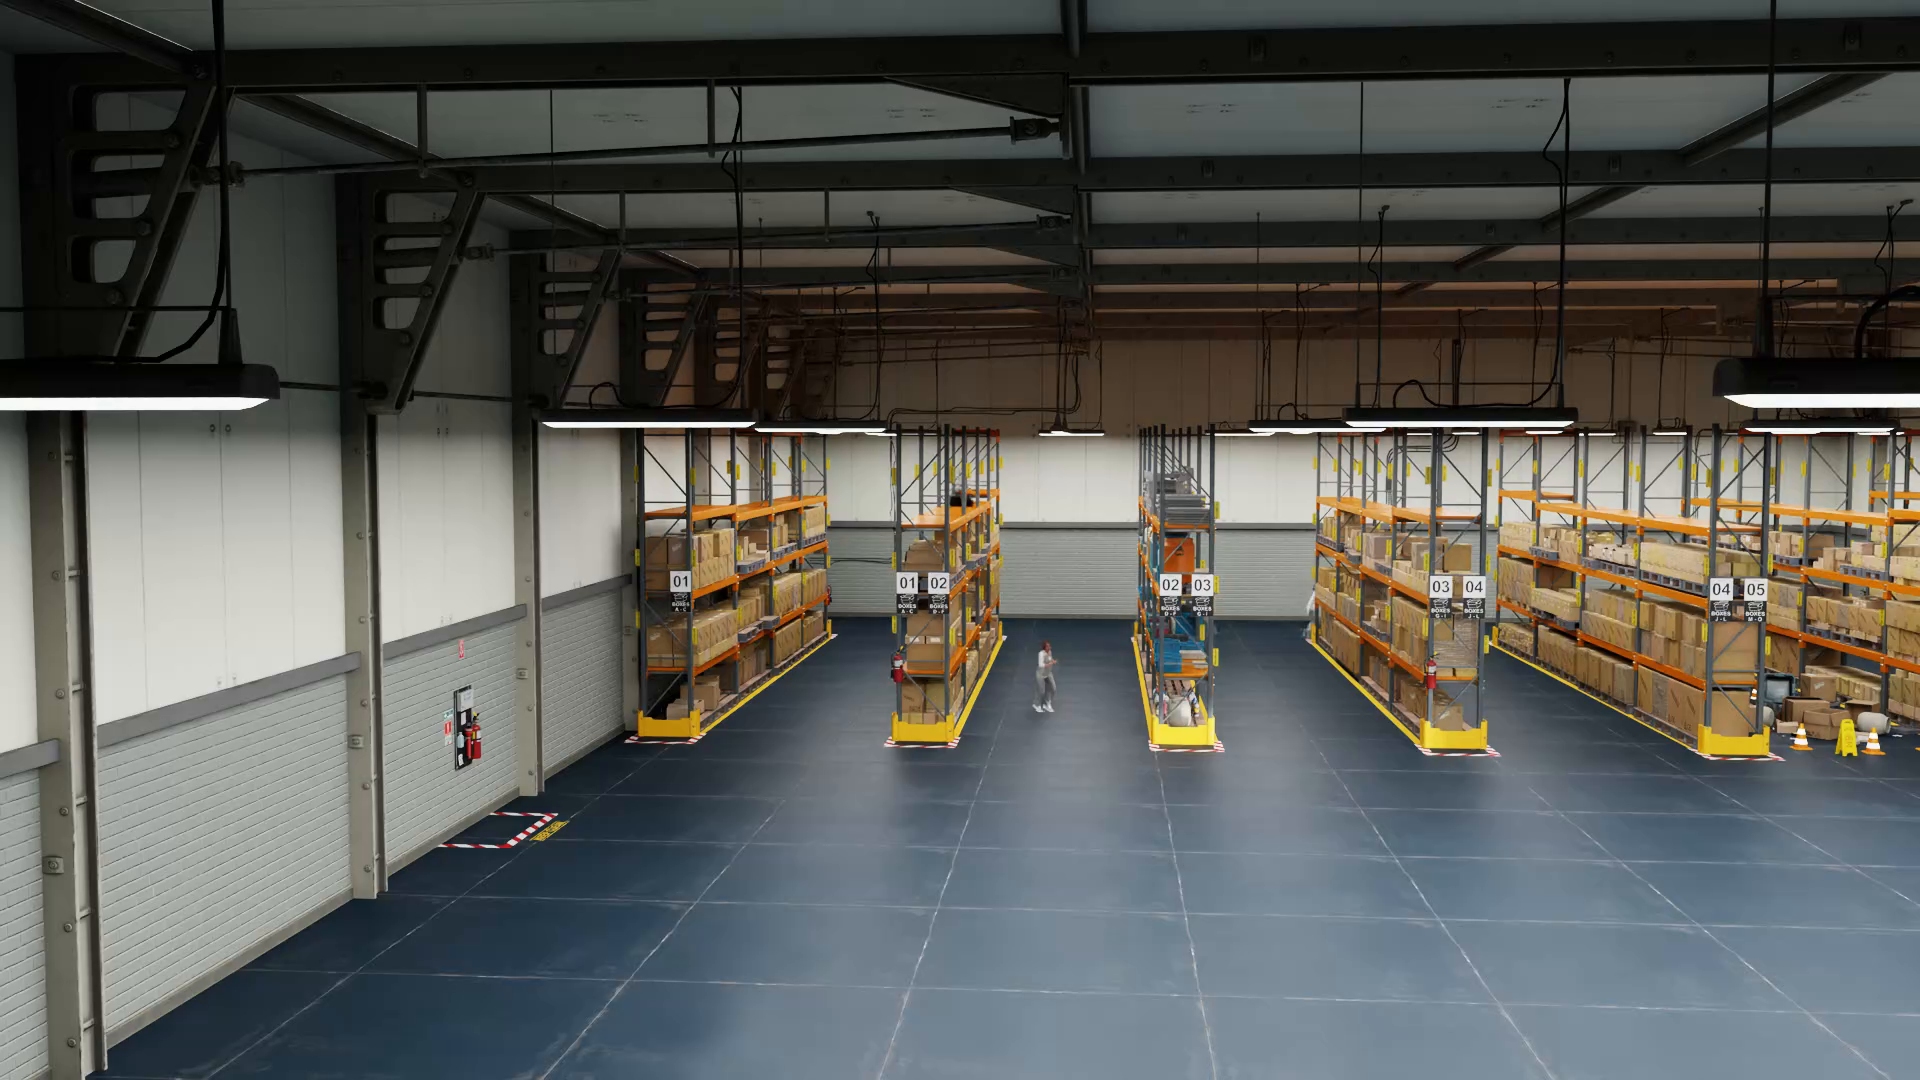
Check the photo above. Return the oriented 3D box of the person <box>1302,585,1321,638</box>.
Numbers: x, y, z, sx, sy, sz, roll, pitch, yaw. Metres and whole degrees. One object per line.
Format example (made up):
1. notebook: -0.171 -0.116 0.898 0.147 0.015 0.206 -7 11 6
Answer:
1. person: 10.172 2.024 47.755 0.640 1.587 0.600 0 3 3

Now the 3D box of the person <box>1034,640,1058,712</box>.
1. person: 1.734 2.843 34.616 0.475 1.556 0.805 -2 4 -34

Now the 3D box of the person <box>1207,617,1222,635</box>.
1. person: 7.150 1.869 48.523 1.031 1.751 0.717 1 4 17
